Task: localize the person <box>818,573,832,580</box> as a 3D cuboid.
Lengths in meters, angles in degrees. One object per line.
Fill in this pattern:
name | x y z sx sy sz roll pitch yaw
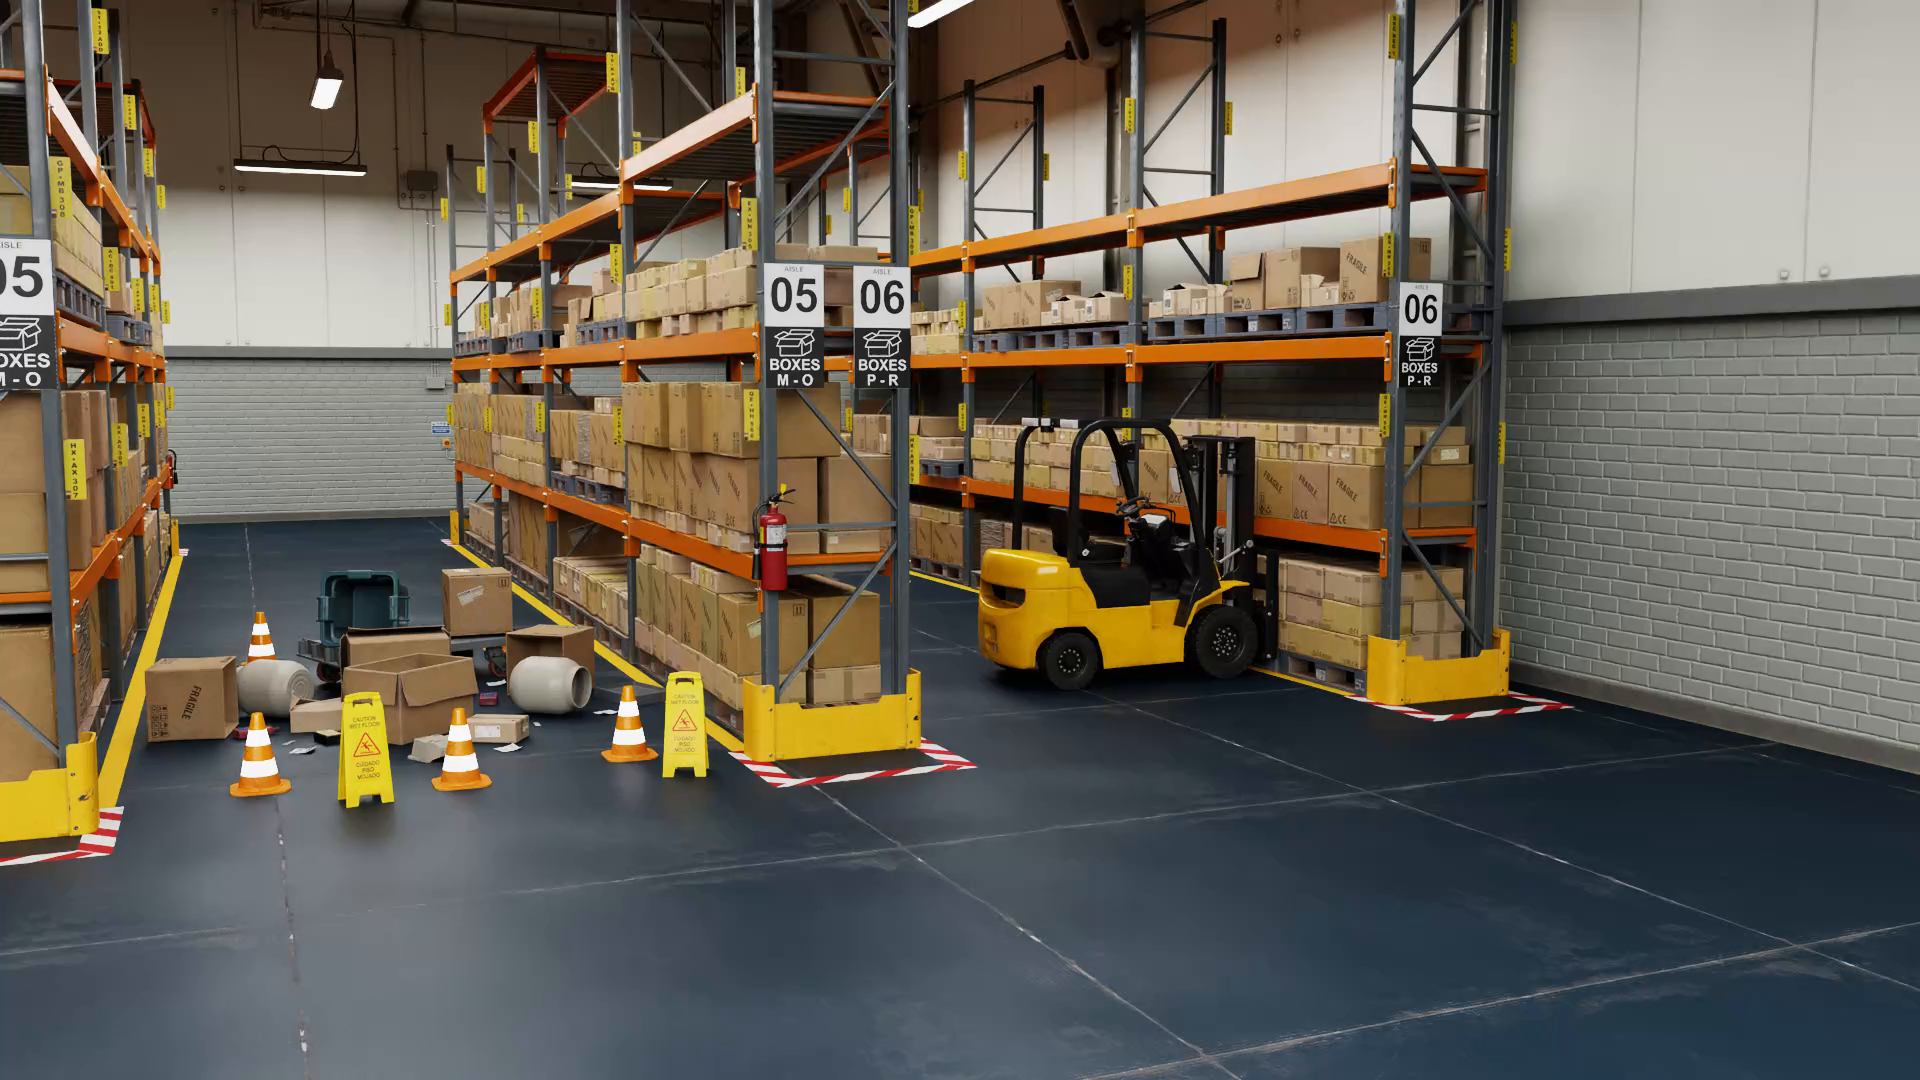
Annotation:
person | -1.423 -0.019 17.234 0.491 1.696 0.598 -2 6 -22
